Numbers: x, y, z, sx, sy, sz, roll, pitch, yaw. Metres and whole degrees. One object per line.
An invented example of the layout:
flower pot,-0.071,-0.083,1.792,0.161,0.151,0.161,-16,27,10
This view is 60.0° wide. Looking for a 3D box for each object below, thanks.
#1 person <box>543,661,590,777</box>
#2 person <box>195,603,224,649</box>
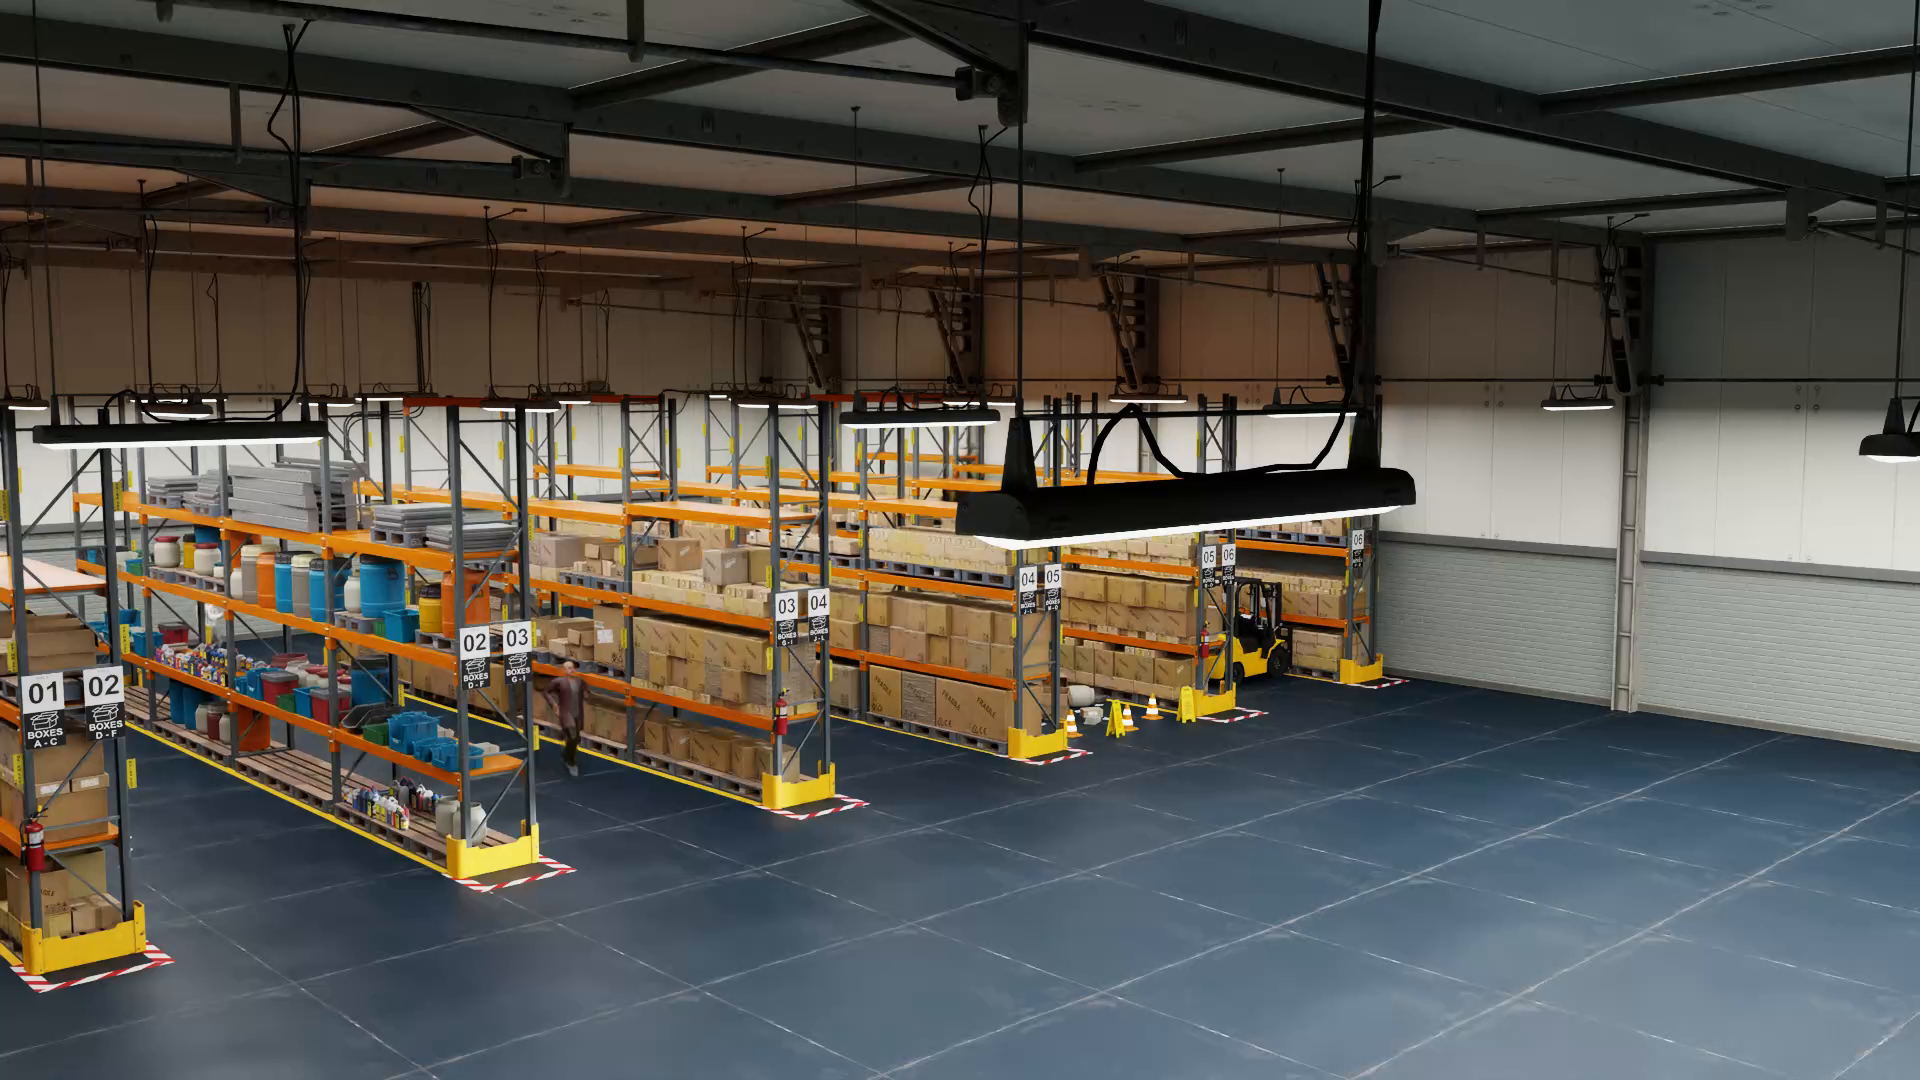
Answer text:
person,-6.263,2.863,26.742,0.800,1.839,0.683,5,8,44
person,-16.488,1.952,36.512,0.720,1.740,0.593,-3,6,-27
